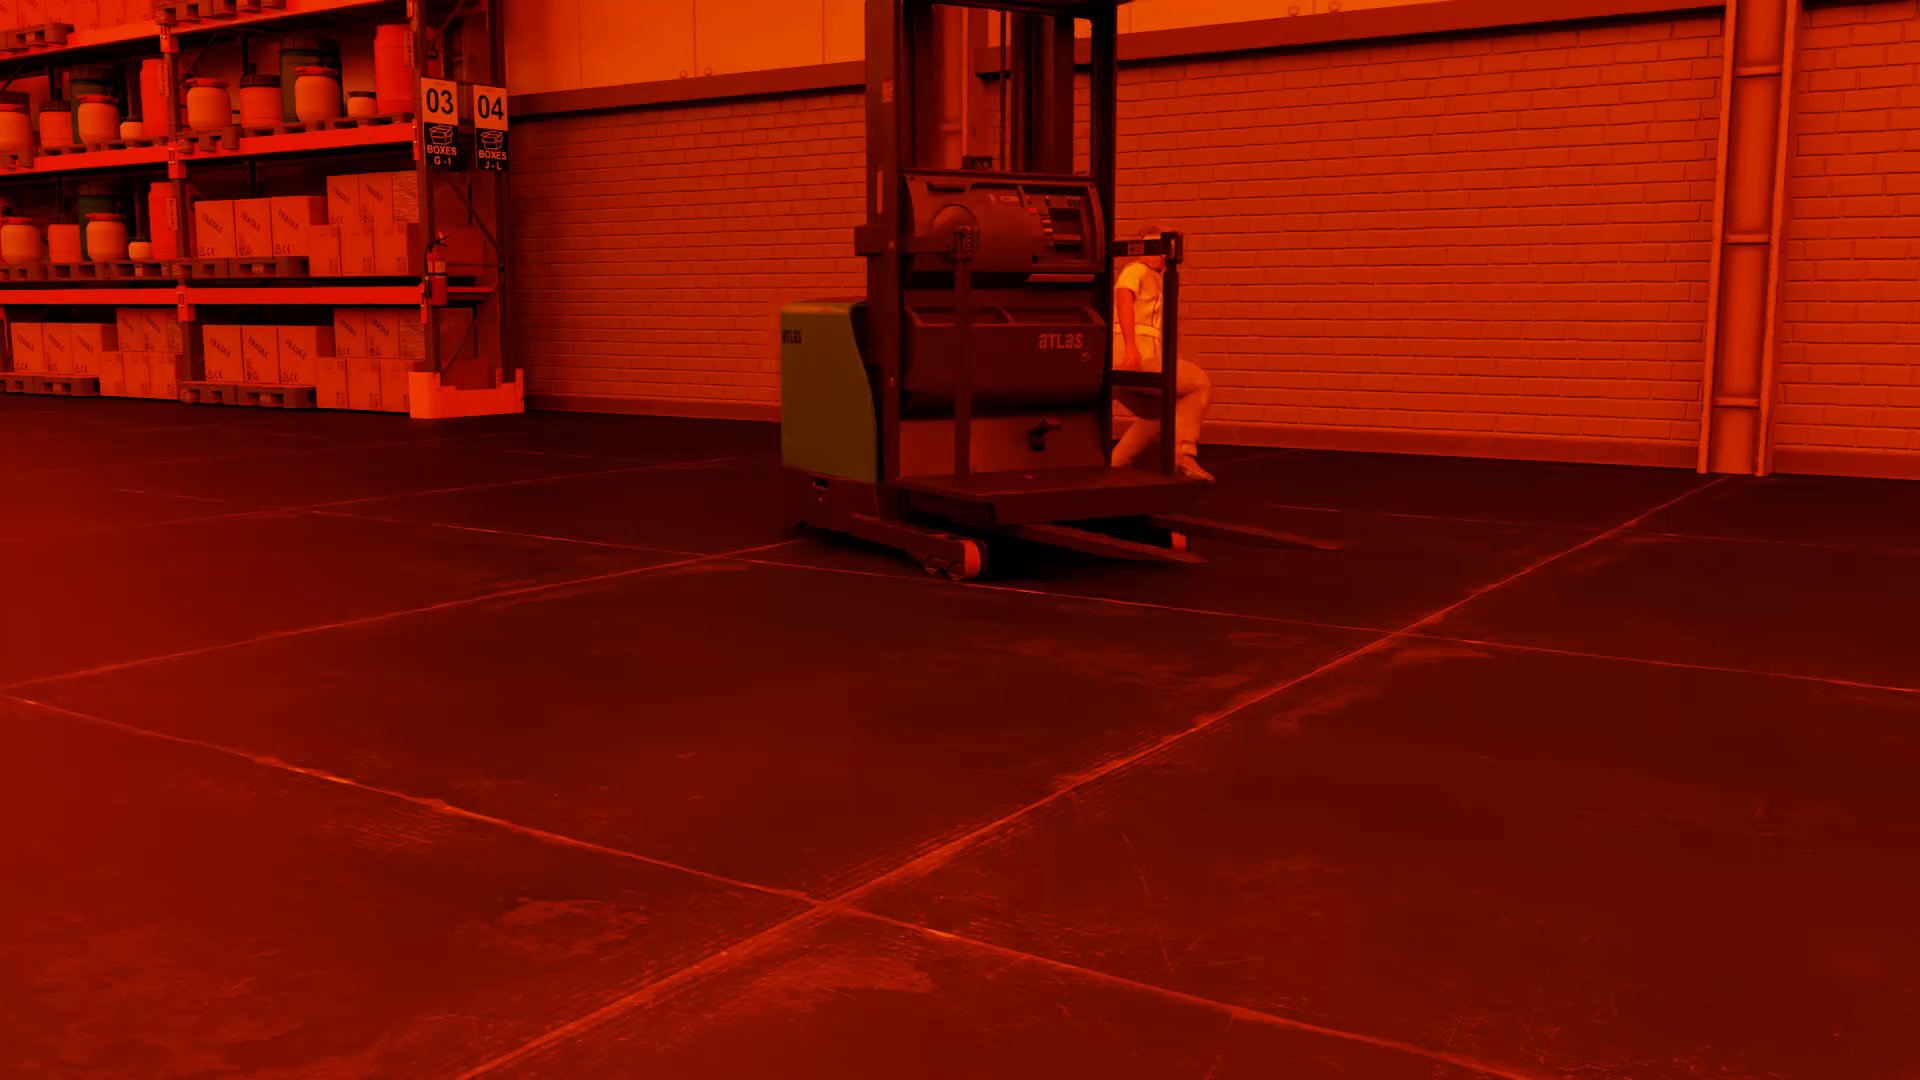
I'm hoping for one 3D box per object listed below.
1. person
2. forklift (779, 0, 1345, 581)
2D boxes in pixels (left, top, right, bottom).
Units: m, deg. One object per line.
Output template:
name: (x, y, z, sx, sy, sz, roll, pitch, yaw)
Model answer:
person: (1.160, -1.070, 9.782, 0.740, 1.549, 0.780, -2, 8, -12)
forklift: (0.306, -1.363, 6.777, 1.130, 2.935, 3.031, -5, 9, -30)
